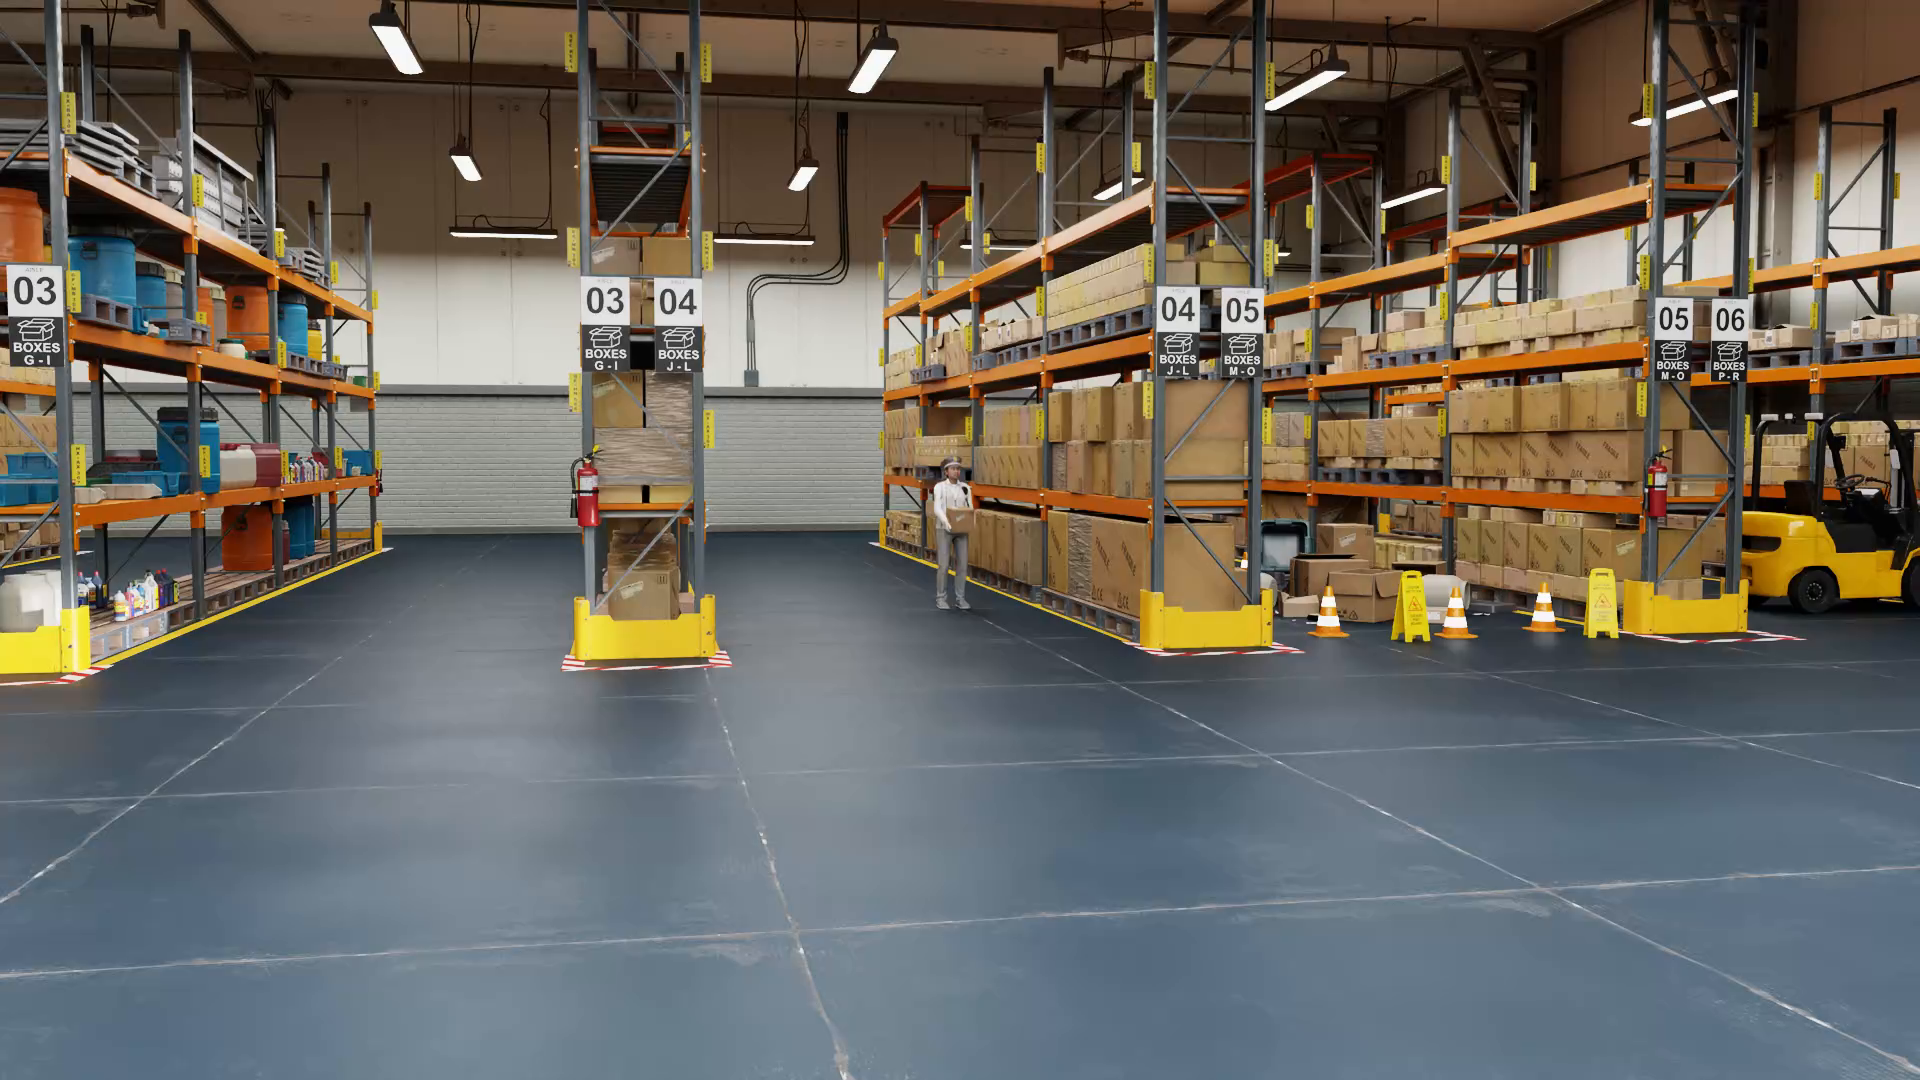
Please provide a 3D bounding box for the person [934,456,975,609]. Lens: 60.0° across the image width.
[{"bbox_3d":[-0.055,-0.085,18.402,0.466,1.693,0.559,-1,3,-19],"label":"person"}]
